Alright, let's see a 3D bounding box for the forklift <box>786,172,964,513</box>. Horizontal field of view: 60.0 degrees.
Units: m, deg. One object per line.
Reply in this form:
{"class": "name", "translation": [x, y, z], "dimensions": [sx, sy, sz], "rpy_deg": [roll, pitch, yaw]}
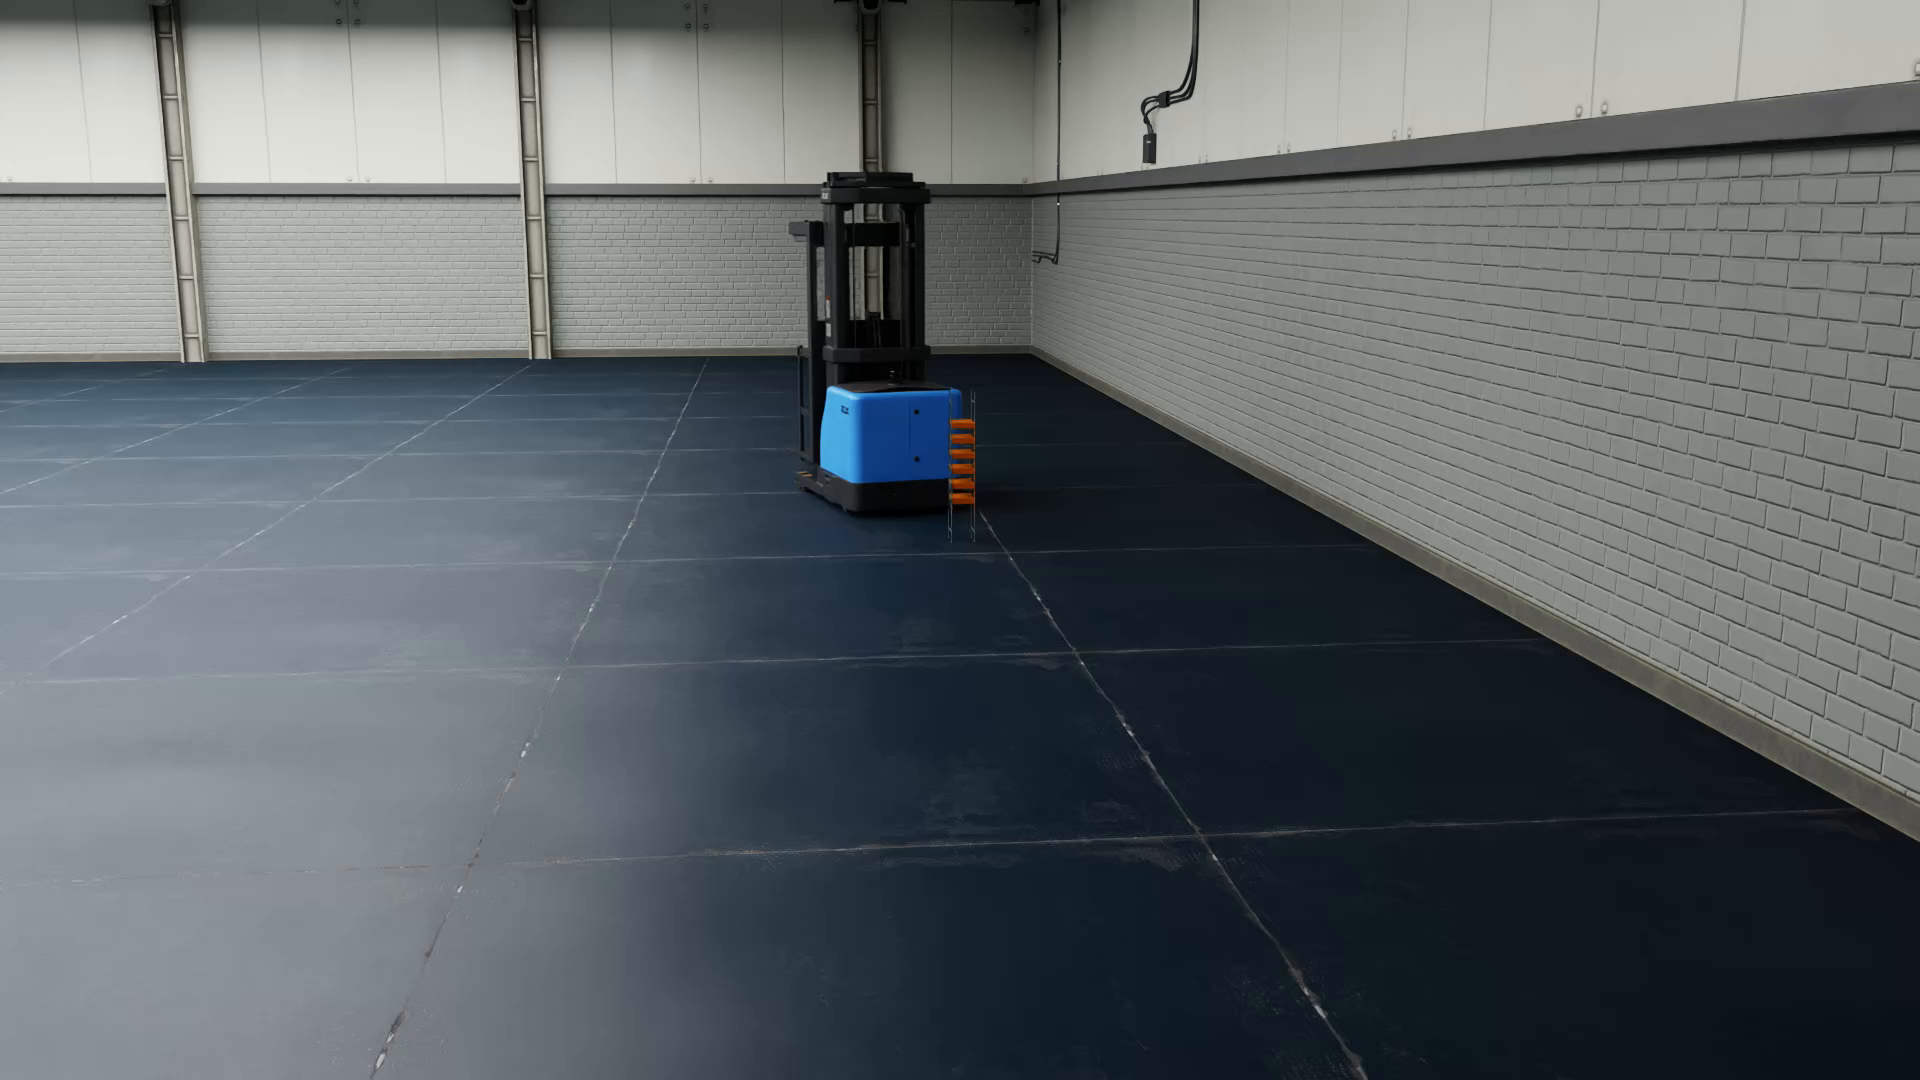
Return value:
{"class": "forklift", "translation": [-0.946, -1.917, 15.520], "dimensions": [1.130, 2.935, 3.031], "rpy_deg": [-4, 12, -20]}

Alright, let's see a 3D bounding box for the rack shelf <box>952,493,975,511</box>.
{"class": "rack shelf", "translation": [0.014, -0.310, 13.309], "dimensions": [0.180, 0.103, 0.258], "rpy_deg": [-1, 11, -6]}

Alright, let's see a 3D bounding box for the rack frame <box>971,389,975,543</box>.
{"class": "rack frame", "translation": [0.105, -0.591, 13.263], "dimensions": [0.006, 1.200, 0.240], "rpy_deg": [-1, 11, -6]}

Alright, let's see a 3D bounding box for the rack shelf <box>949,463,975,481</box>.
{"class": "rack shelf", "translation": [0.014, -0.545, 13.262], "dimensions": [0.180, 0.103, 0.258], "rpy_deg": [-1, 11, -6]}

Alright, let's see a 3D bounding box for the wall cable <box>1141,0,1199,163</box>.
{"class": "wall cable", "translation": [2.465, -7.487, 19.308], "dimensions": [0.169, 6.003, 2.305], "rpy_deg": [-1, 11, -6]}

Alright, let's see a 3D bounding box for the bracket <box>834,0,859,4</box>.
{"class": "bracket", "translation": [-1.990, -9.521, 29.139], "dimensions": [0.430, 0.232, 0.235], "rpy_deg": [-1, 11, -6]}

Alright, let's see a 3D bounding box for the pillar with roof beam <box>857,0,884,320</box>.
{"class": "pillar with roof beam", "translation": [-1.151, -7.006, 25.677], "dimensions": [0.548, 9.000, 9.100], "rpy_deg": [-1, 11, -6]}

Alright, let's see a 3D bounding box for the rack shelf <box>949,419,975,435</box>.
{"class": "rack shelf", "translation": [0.014, -0.899, 13.193], "dimensions": [0.180, 0.103, 0.258], "rpy_deg": [-1, 11, -6]}

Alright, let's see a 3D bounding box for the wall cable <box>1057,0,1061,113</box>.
{"class": "wall cable", "translation": [1.748, -8.075, 26.072], "dimensions": [0.112, 2.526, 3.097], "rpy_deg": [-1, 11, -6]}

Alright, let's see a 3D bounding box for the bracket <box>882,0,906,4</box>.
{"class": "bracket", "translation": [-1.165, -9.538, 29.227], "dimensions": [0.430, 0.232, 0.235], "rpy_deg": [-1, 11, -6]}

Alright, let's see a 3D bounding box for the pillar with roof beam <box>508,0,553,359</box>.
{"class": "pillar with roof beam", "translation": [-7.116, -6.881, 25.041], "dimensions": [0.548, 9.000, 9.100], "rpy_deg": [-1, 11, -6]}

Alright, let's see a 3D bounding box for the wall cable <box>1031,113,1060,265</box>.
{"class": "wall cable", "translation": [1.456, -6.116, 29.198], "dimensions": [0.112, 2.526, 3.097], "rpy_deg": [-1, 11, -6]}

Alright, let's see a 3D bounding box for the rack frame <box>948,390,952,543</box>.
{"class": "rack frame", "translation": [-0.077, -0.587, 13.244], "dimensions": [0.006, 1.200, 0.240], "rpy_deg": [-1, 11, -6]}

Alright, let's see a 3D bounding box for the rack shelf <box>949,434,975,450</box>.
{"class": "rack shelf", "translation": [0.014, -0.781, 13.216], "dimensions": [0.180, 0.103, 0.258], "rpy_deg": [-1, 11, -6]}

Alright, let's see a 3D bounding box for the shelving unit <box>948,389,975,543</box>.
{"class": "shelving unit", "translation": [0.014, -0.589, 13.254], "dimensions": [0.189, 1.200, 0.258], "rpy_deg": [-1, 11, -6]}

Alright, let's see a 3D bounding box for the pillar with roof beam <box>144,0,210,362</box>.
{"class": "pillar with roof beam", "translation": [-13.081, -6.756, 24.406], "dimensions": [0.548, 9.000, 9.100], "rpy_deg": [-1, 11, -6]}

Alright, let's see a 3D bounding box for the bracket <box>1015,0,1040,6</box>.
{"class": "bracket", "translation": [1.191, -9.588, 29.478], "dimensions": [0.430, 0.232, 0.235], "rpy_deg": [-1, 11, -6]}

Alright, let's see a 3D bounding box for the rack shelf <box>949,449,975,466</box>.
{"class": "rack shelf", "translation": [0.014, -0.663, 13.239], "dimensions": [0.180, 0.103, 0.258], "rpy_deg": [-1, 11, -6]}

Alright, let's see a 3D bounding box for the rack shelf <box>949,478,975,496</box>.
{"class": "rack shelf", "translation": [0.014, -0.428, 13.286], "dimensions": [0.180, 0.103, 0.258], "rpy_deg": [-1, 11, -6]}
